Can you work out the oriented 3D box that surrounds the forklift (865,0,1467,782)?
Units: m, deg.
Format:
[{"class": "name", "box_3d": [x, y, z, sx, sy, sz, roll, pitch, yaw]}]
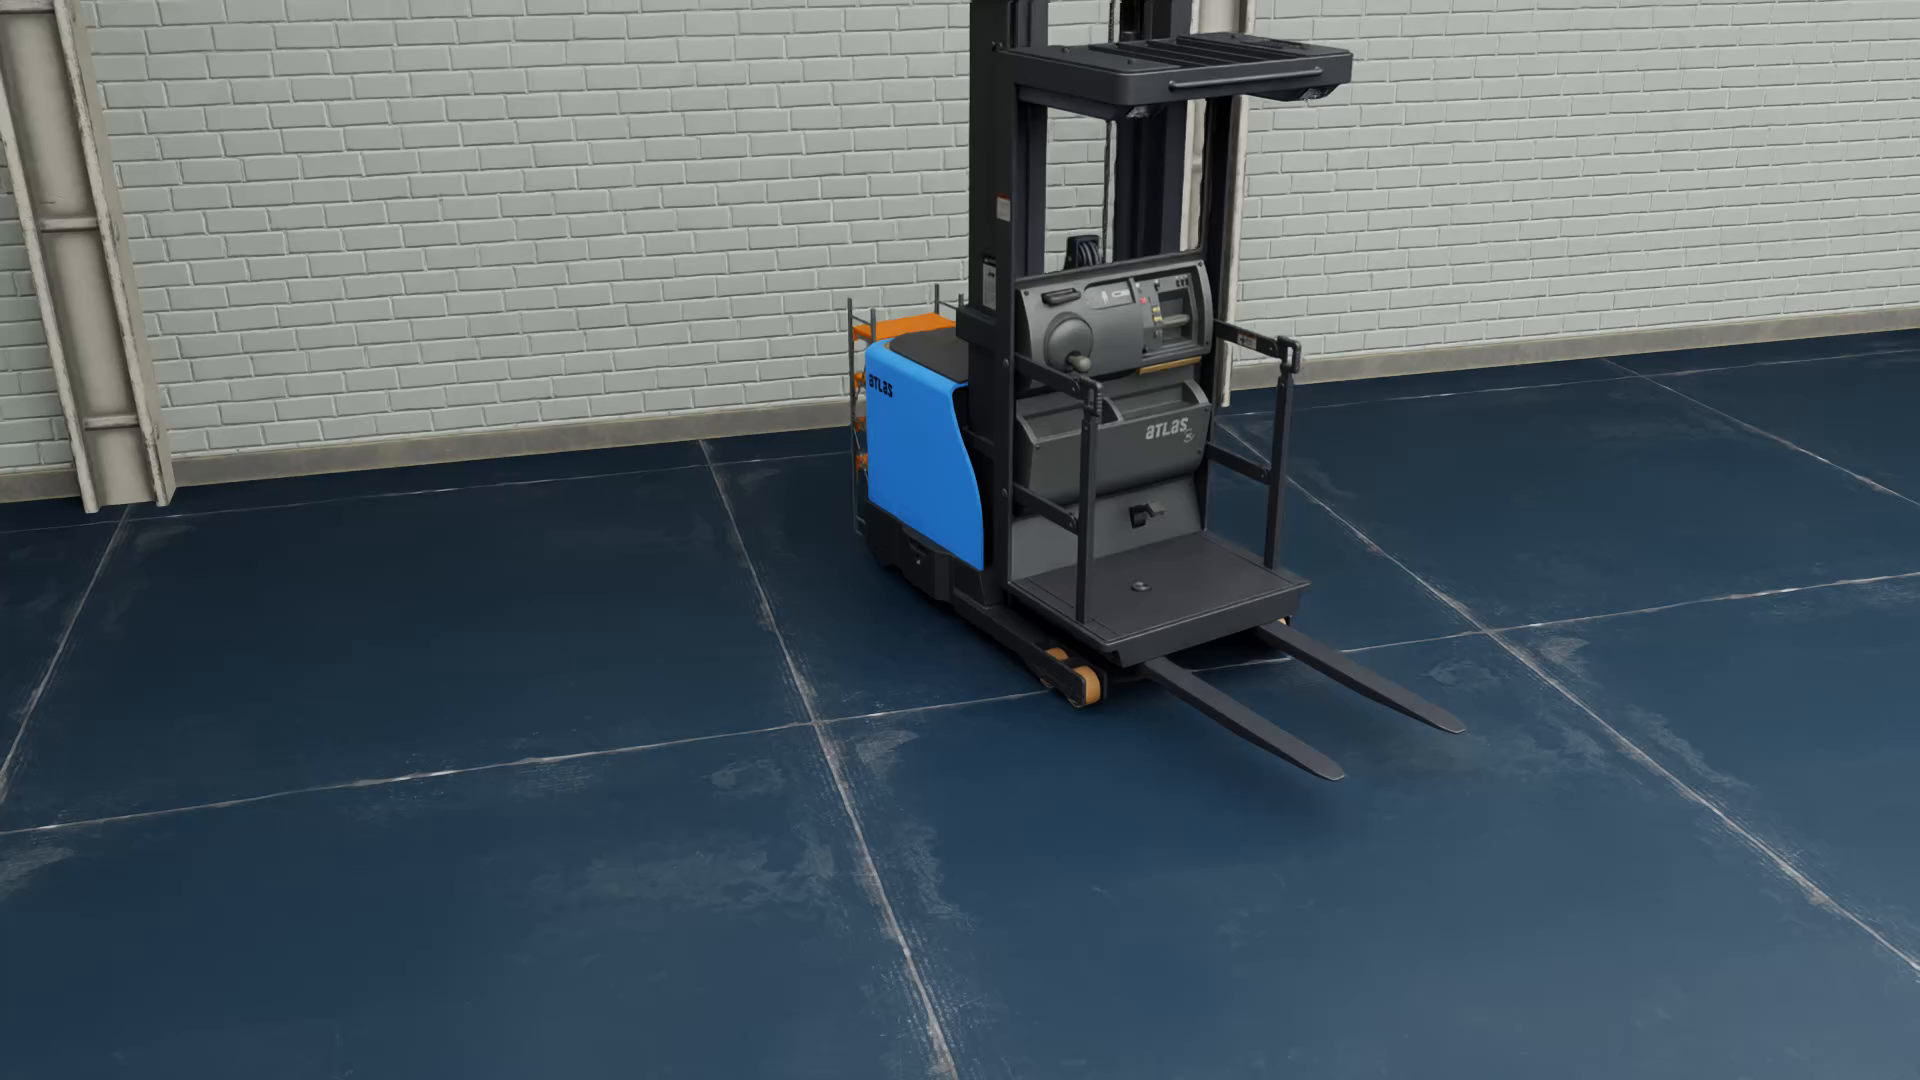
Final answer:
[{"class": "forklift", "box_3d": [0.761, -0.885, 6.595, 1.130, 2.935, 3.031, -14, 27, -30]}]

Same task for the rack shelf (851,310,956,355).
[{"class": "rack shelf", "box_3d": [-0.258, -0.970, 7.993, 0.480, 0.148, 0.258, -14, 27, -30]}]

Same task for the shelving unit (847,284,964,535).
[{"class": "shelving unit", "box_3d": [-0.258, -0.609, 8.148, 0.503, 1.200, 0.258, -14, 27, -30]}]

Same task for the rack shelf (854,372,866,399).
[{"class": "rack shelf", "box_3d": [-0.258, -0.753, 8.086, 0.480, 0.148, 0.258, -14, 27, -30]}]

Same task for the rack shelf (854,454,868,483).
[{"class": "rack shelf", "box_3d": [-0.258, -0.365, 8.253, 0.480, 0.148, 0.258, -14, 27, -30]}]

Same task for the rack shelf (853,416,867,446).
[{"class": "rack shelf", "box_3d": [-0.258, -0.547, 8.174, 0.480, 0.148, 0.258, -14, 27, -30]}]

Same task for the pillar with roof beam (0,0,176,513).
[{"class": "pillar with roof beam", "box_3d": [-3.197, -2.718, 3.171, 0.400, 9.000, 9.100, -6, 24, -14]}]

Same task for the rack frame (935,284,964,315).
[{"class": "rack frame", "box_3d": [-0.053, -0.661, 8.270, 0.015, 1.200, 0.240, -14, 27, -30]}]

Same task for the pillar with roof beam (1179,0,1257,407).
[{"class": "pillar with roof beam", "box_3d": [2.580, -3.357, 4.661, 0.400, 9.000, 9.100, -6, 24, -14]}]

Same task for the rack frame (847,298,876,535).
[{"class": "rack frame", "box_3d": [-0.463, -0.557, 8.026, 0.015, 1.200, 0.240, -14, 27, -30]}]
